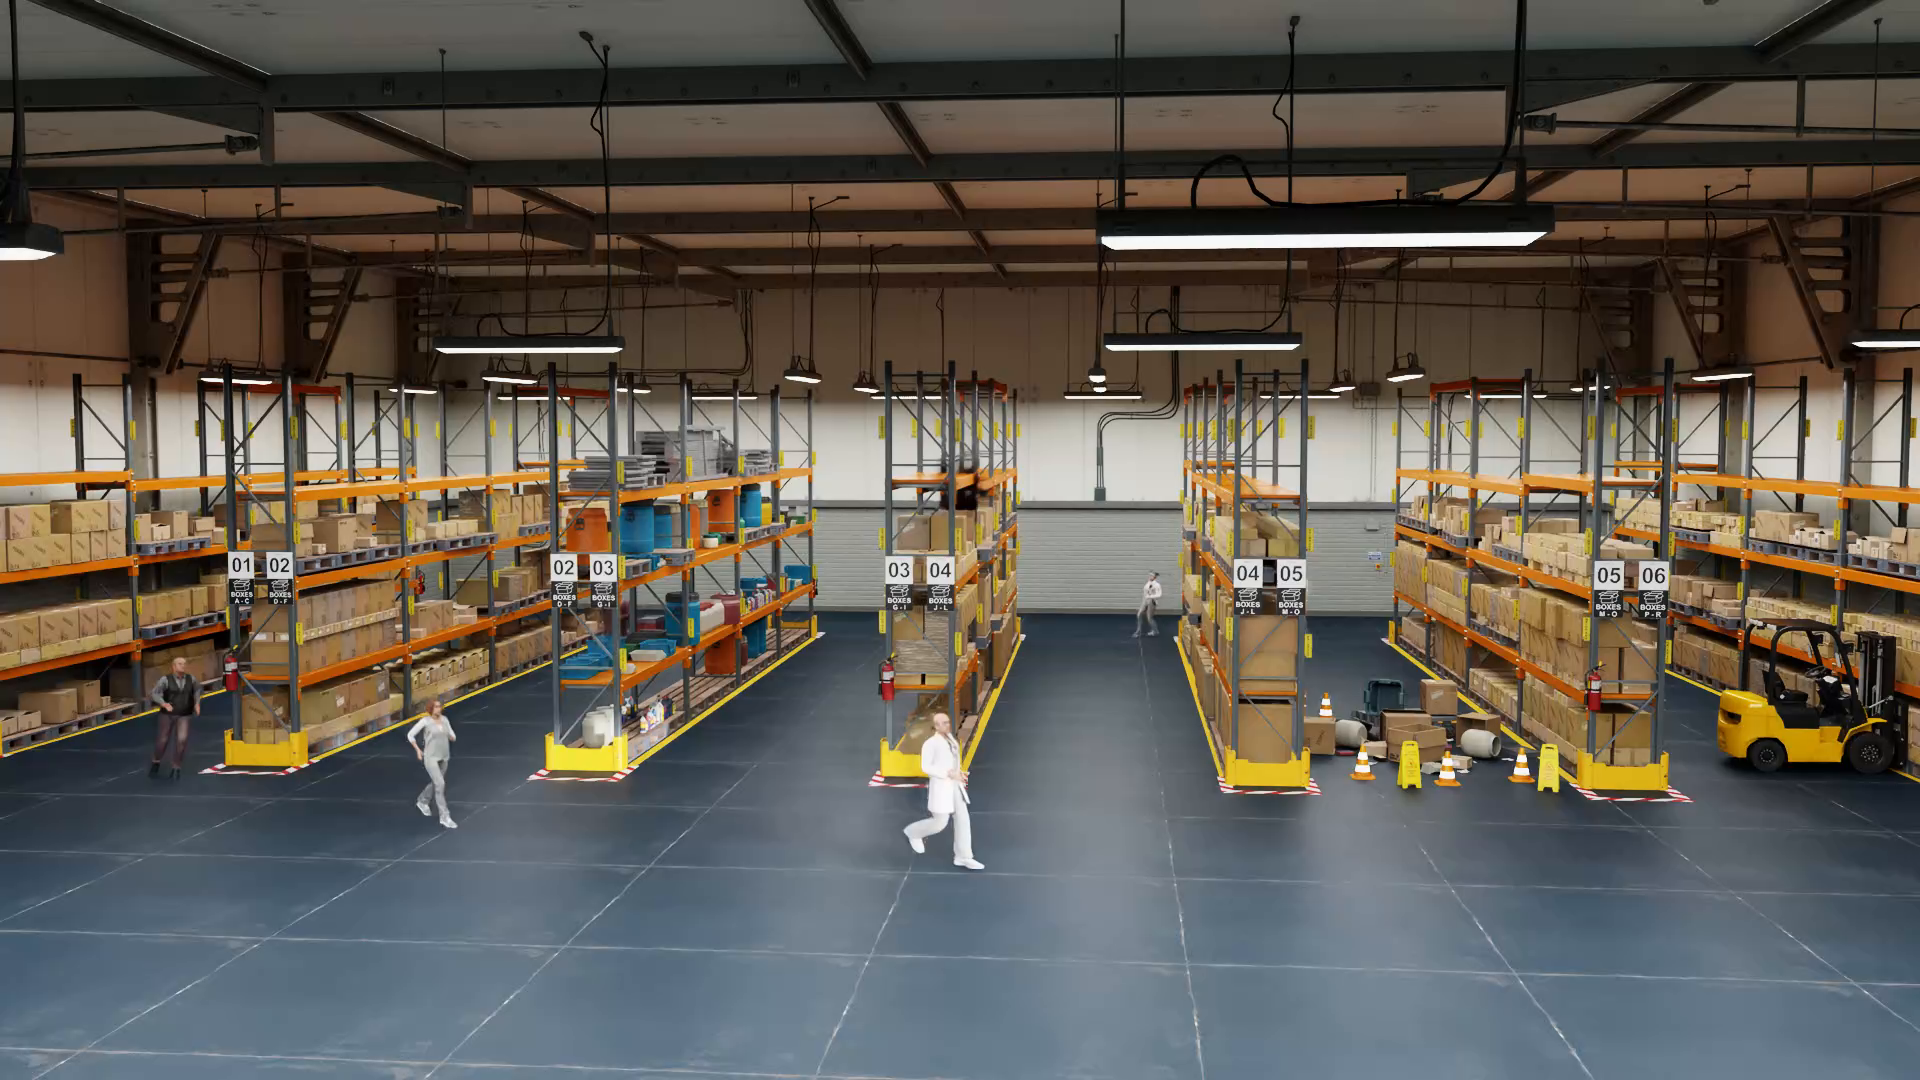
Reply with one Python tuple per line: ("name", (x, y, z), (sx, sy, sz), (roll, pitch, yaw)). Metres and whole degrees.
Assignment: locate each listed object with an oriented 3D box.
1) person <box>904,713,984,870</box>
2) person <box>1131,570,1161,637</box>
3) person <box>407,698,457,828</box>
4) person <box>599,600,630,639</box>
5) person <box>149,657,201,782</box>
("person", (-0.176, 2.865, 19.129), (1.052, 1.757, 0.724), (3, 5, 37))
("person", (4.609, 1.565, 40.226), (0.688, 1.688, 0.726), (-2, 4, -29))
("person", (-6.646, 2.793, 21.061), (0.871, 1.597, 0.531), (3, 5, 34))
("person", (-7.089, 1.859, 34.227), (0.714, 1.737, 1.033), (0, 4, -5))
("person", (-11.346, 2.574, 24.091), (0.731, 1.743, 0.807), (-3, 5, -34))
